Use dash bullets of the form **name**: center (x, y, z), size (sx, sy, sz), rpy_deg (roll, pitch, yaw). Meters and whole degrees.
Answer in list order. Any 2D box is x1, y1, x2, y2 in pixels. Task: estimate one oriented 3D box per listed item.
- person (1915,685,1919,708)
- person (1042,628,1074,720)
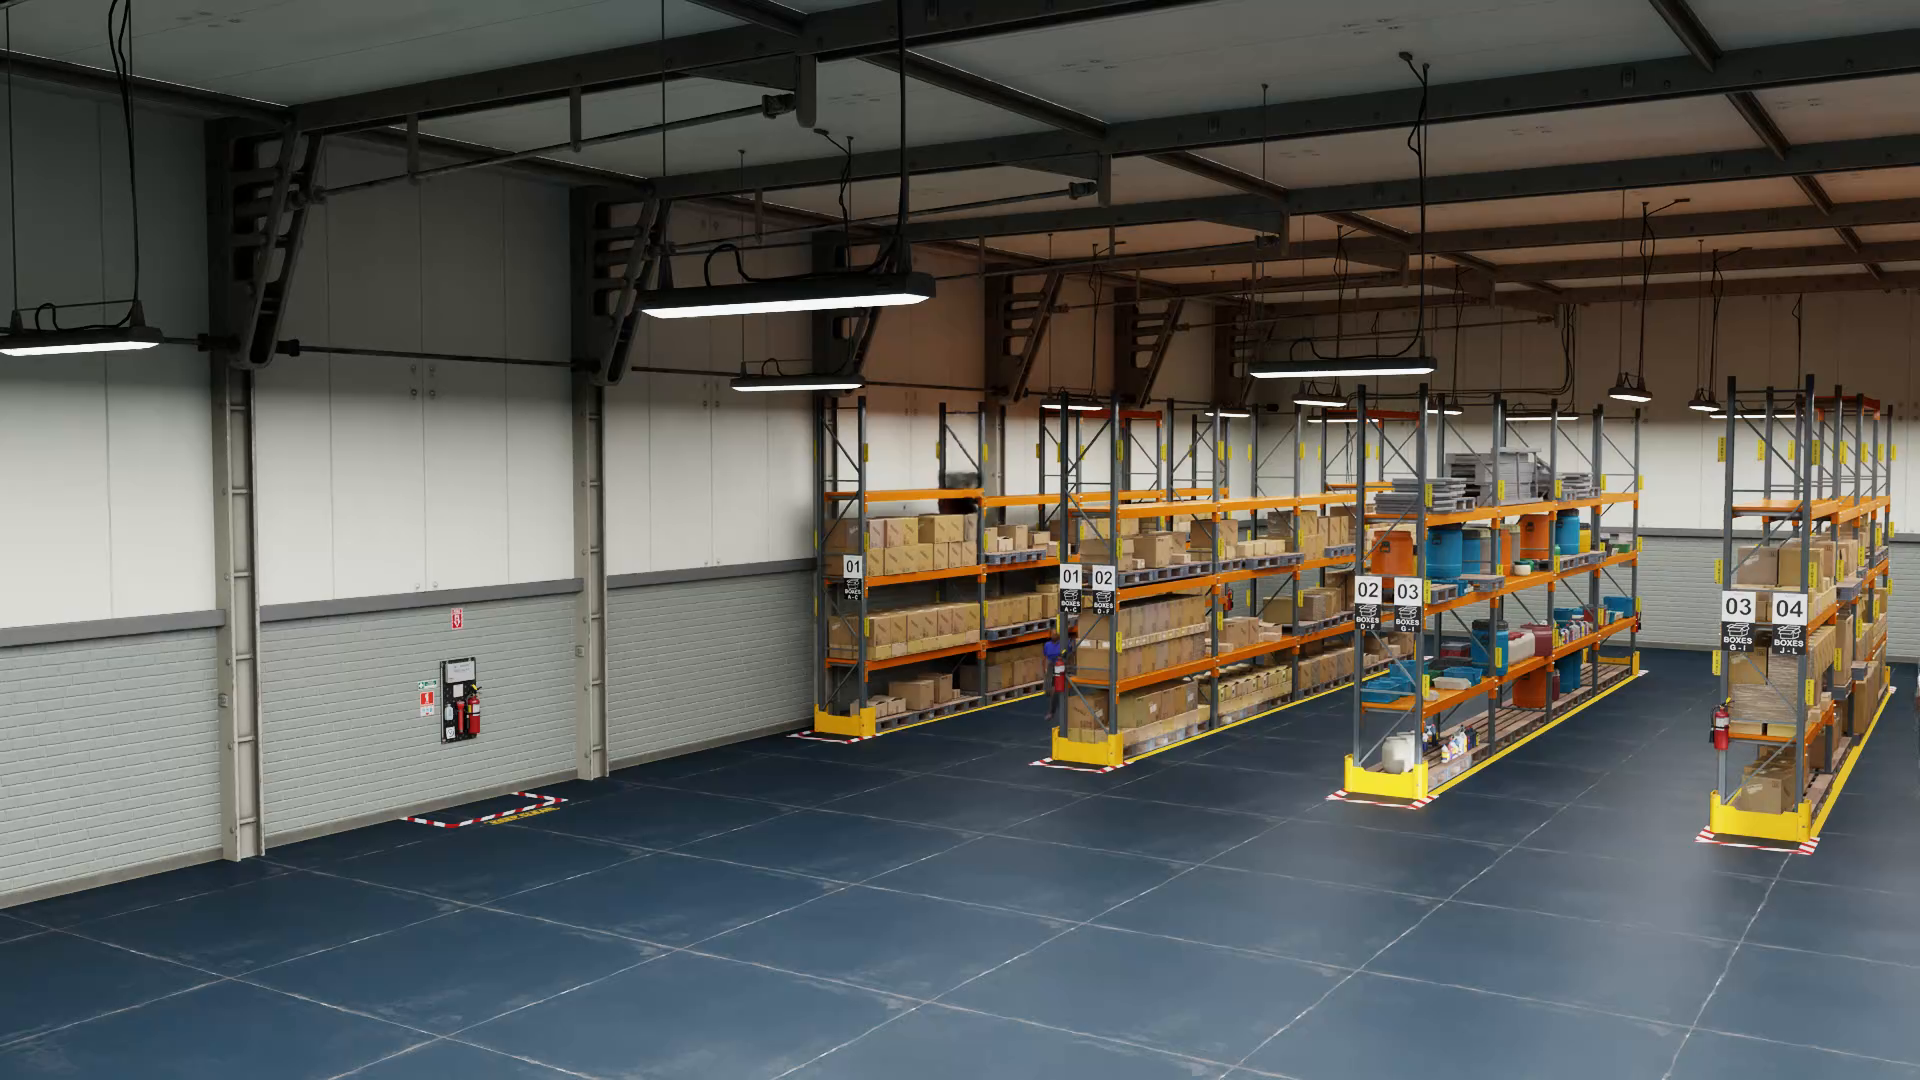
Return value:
- **person**: center (15.581, 2.788, 26.540), size (0.607, 1.662, 0.618), rpy_deg (2, 4, 34)
- **person**: center (1.739, 2.364, 29.608), size (0.598, 1.624, 0.682), rpy_deg (1, 3, 25)
